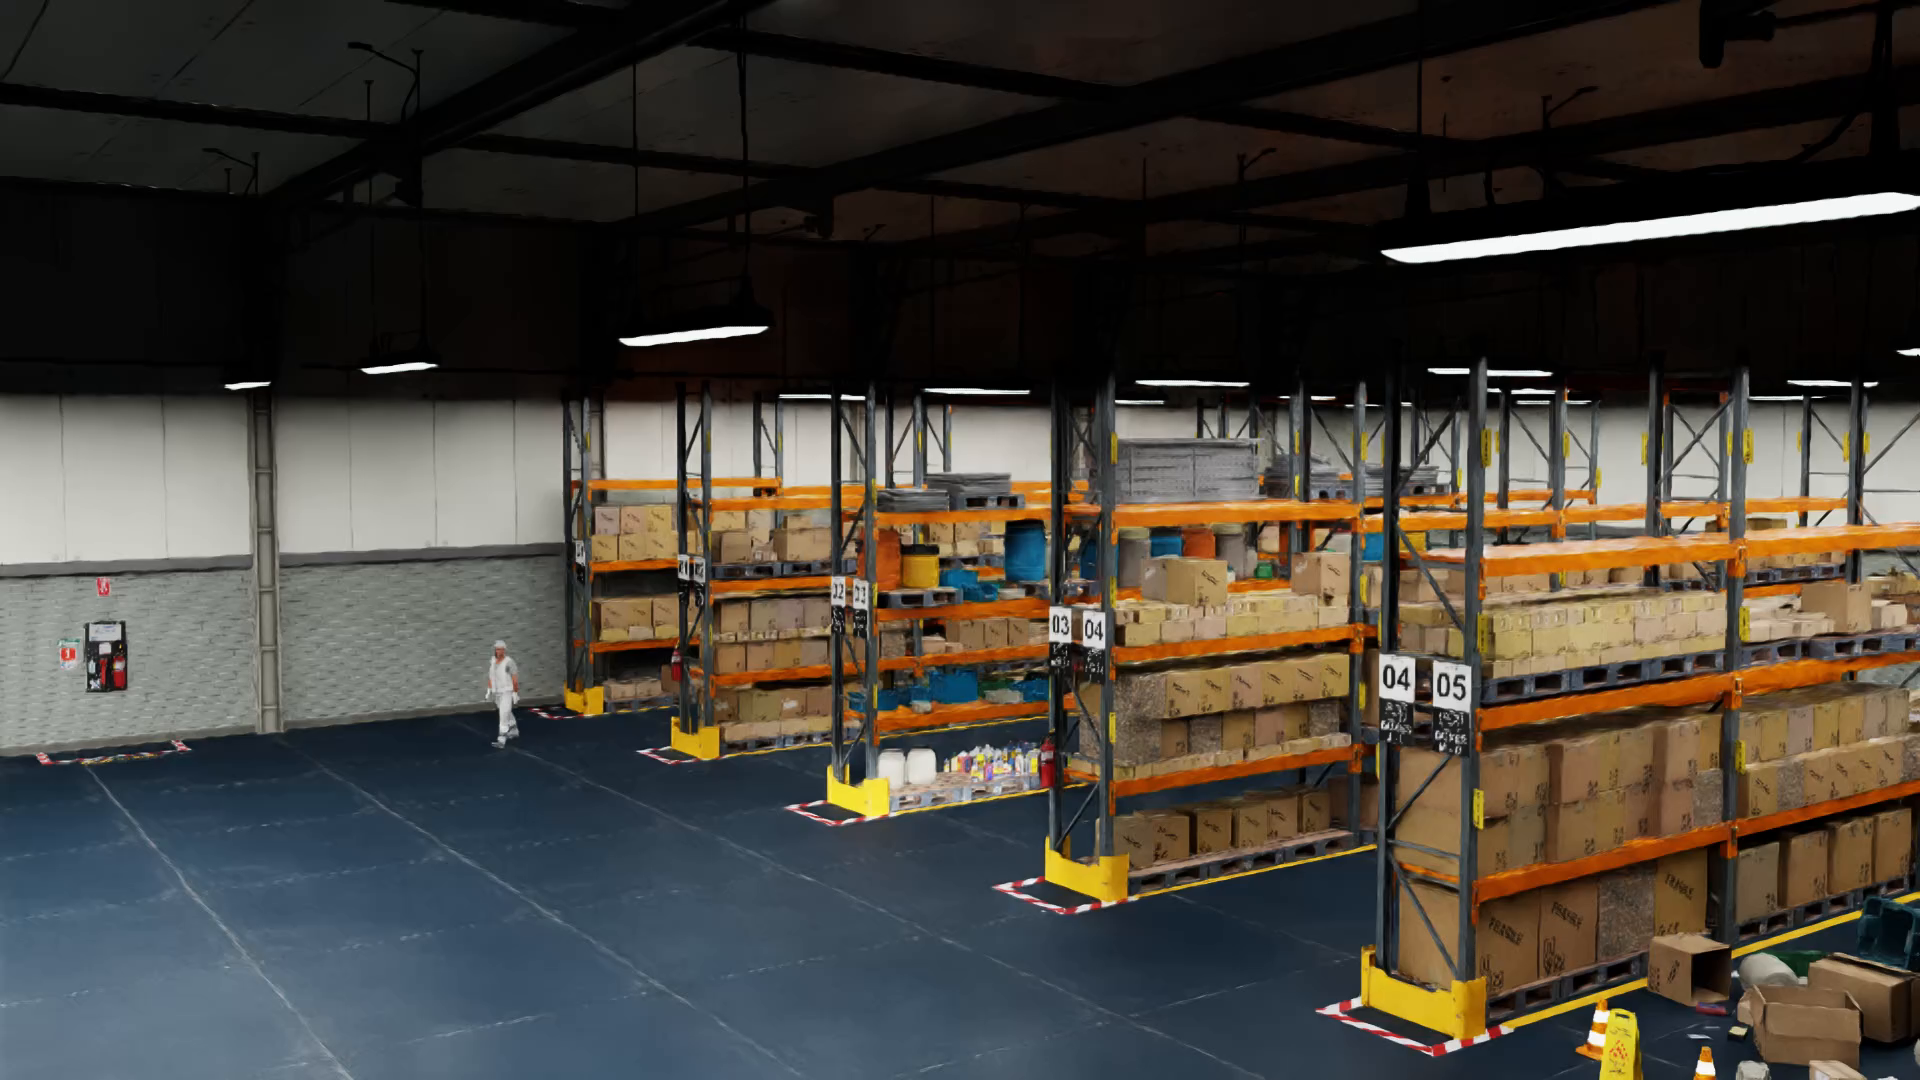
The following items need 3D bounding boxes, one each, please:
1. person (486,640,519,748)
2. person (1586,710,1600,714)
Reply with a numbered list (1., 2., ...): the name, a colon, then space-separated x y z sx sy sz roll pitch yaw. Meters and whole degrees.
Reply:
1. person: -7.576 2.521 27.530 0.586 1.761 0.925 2 4 30
2. person: 8.098 2.892 21.327 0.463 1.772 0.645 2 4 31
